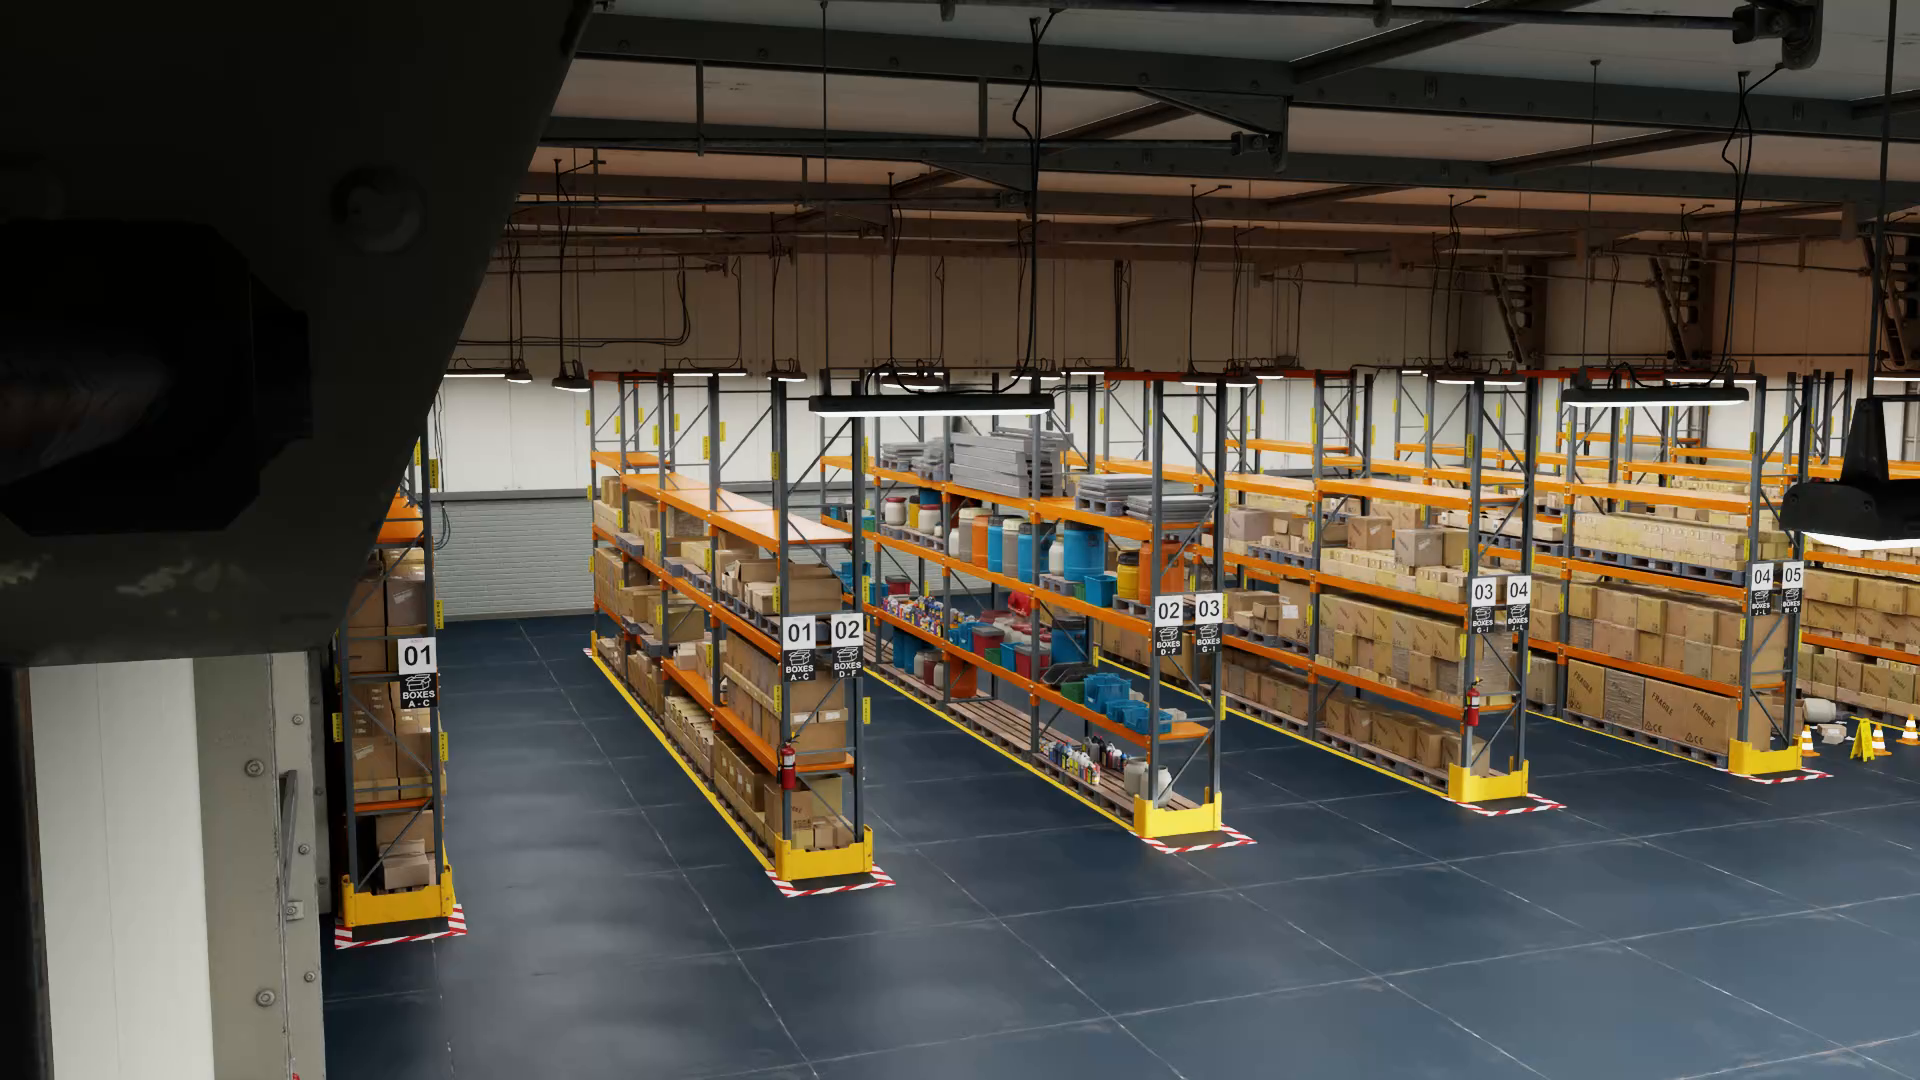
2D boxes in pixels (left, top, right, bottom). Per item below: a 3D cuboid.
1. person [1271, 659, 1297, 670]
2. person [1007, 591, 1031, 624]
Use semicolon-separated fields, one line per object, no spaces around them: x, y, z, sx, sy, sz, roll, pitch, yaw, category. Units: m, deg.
6.543;1.737;33.762;0.601;1.731;0.918;-4;7;-30;person
1.256;1.595;32.580;0.674;1.726;0.714;-3;7;-28;person
